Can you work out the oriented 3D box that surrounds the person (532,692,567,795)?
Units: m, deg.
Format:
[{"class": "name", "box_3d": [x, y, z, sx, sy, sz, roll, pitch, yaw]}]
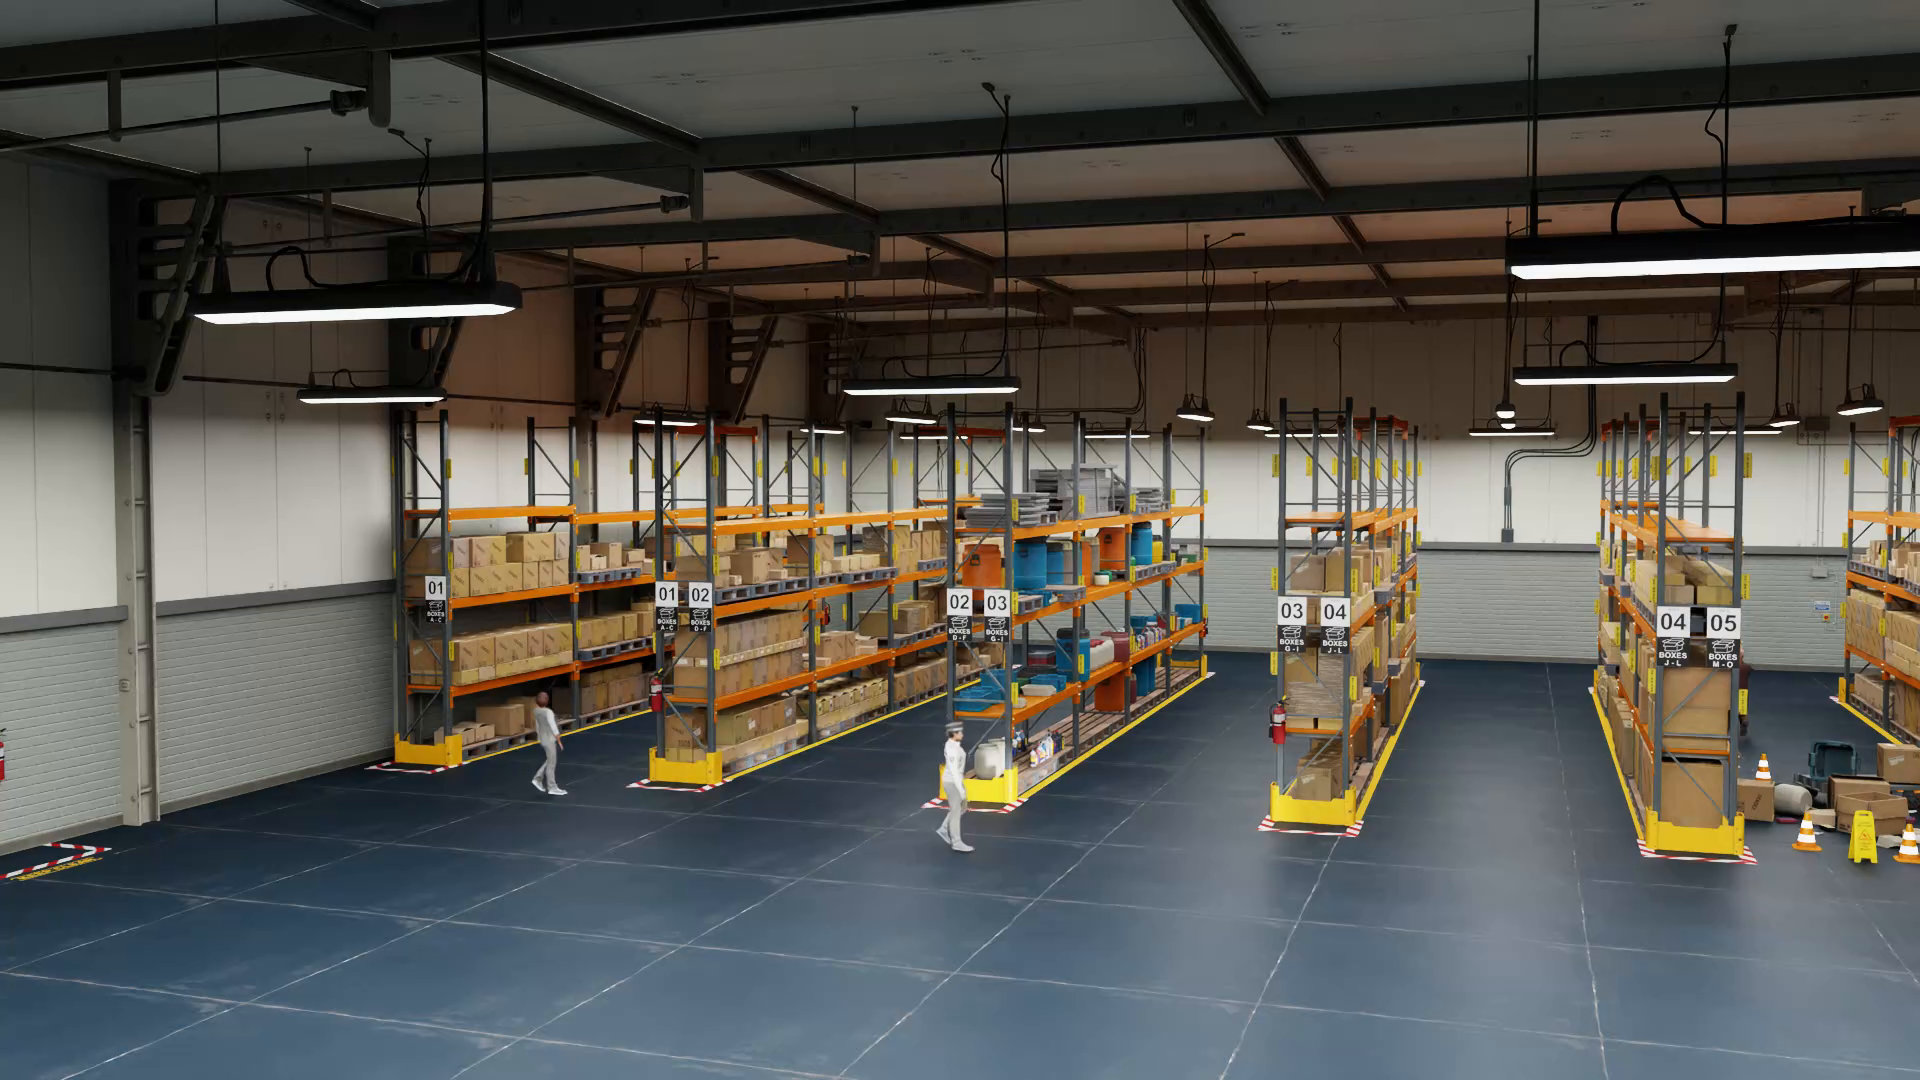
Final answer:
[{"class": "person", "box_3d": [-6.319, 3.113, 25.534, 0.469, 1.594, 0.486, -2, 3, -32]}]

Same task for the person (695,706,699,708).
[{"class": "person", "box_3d": [-4.729, 2.846, 30.658, 0.396, 1.693, 0.505, 1, 3, 21]}]

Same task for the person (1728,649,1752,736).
[{"class": "person", "box_3d": [14.474, 2.849, 31.117, 0.598, 1.644, 0.882, 0, 2, -2]}]

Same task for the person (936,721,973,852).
[{"class": "person", "box_3d": [-0.066, 3.223, 21.896, 0.518, 1.679, 0.590, 0, 2, 5]}]
